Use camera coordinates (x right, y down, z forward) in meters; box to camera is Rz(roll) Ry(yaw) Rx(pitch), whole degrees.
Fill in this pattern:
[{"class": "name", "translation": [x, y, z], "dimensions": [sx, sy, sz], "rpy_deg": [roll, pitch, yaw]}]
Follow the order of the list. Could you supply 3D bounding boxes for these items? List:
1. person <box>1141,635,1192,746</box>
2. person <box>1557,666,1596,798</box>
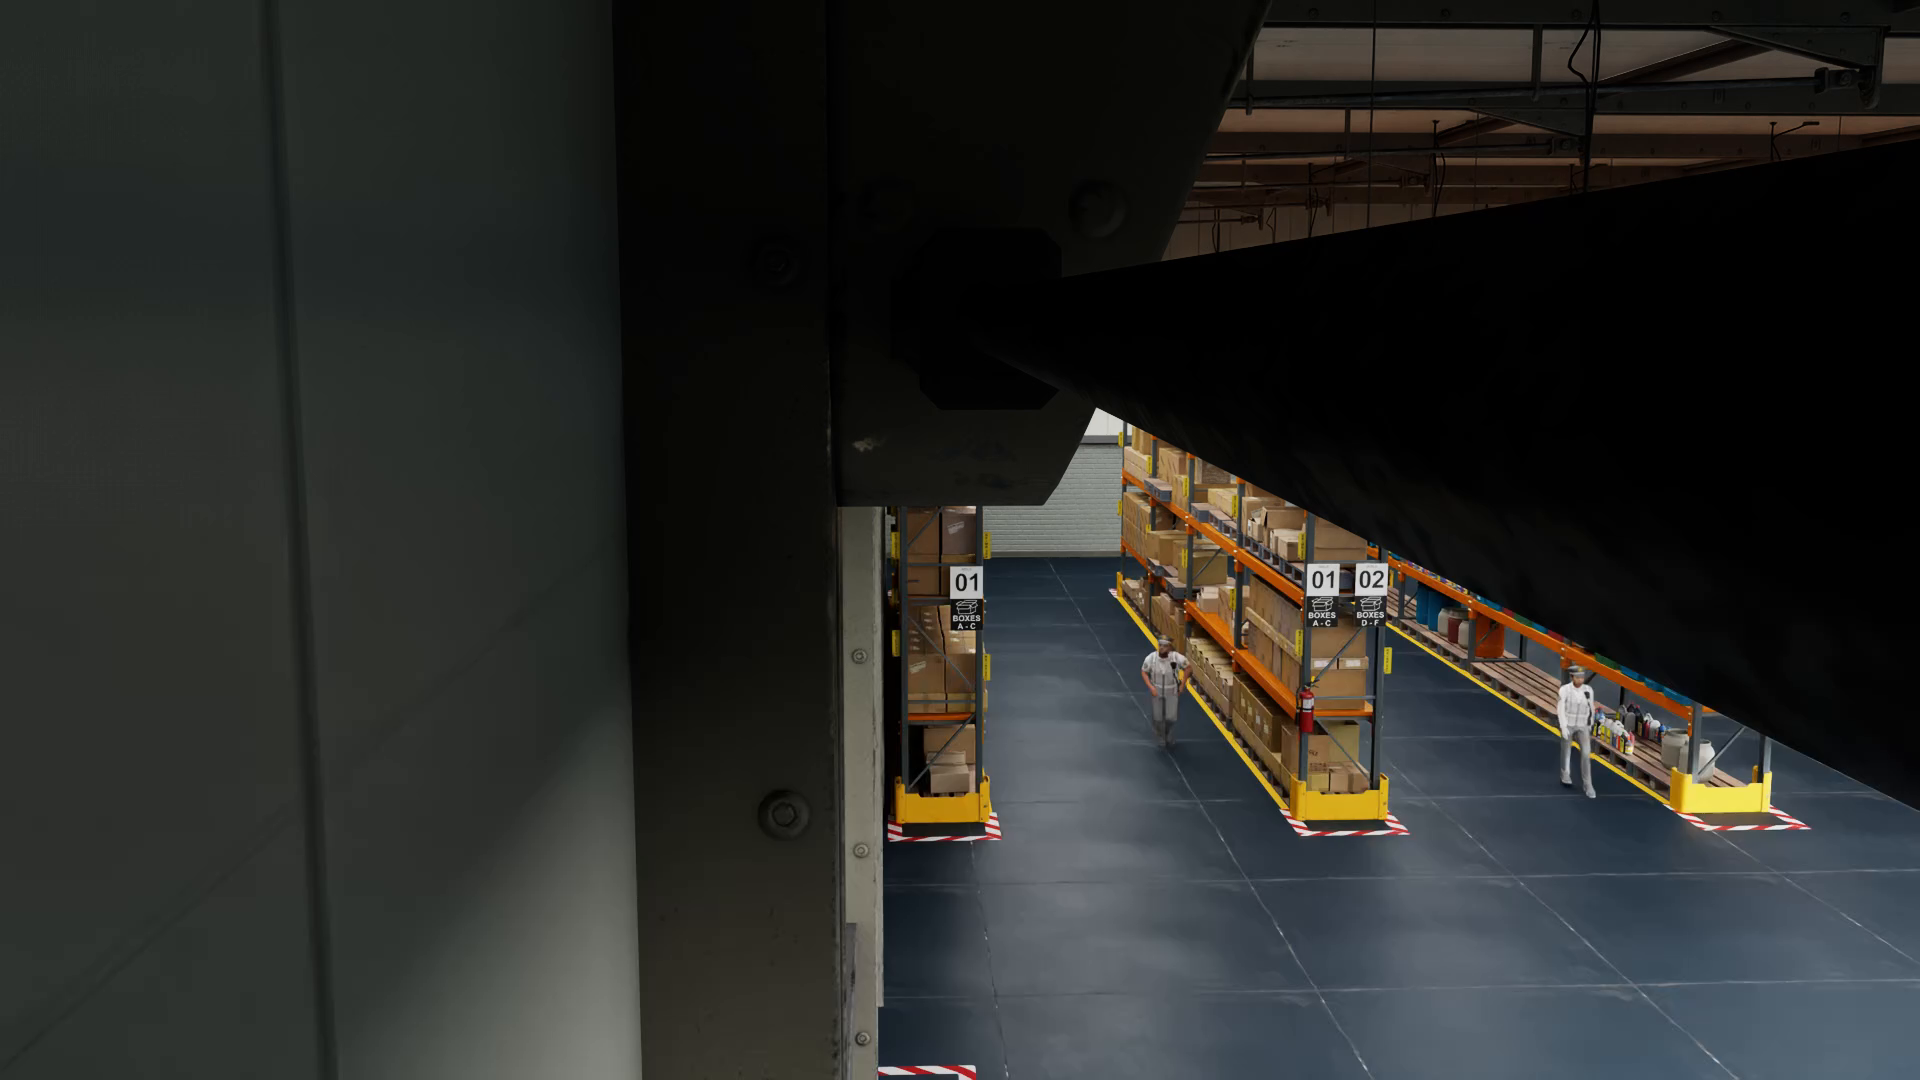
[{"class": "person", "translation": [2.956, 2.156, 23.841], "dimensions": [0.712, 1.698, 0.729], "rpy_deg": [1, 8, 8]}, {"class": "person", "translation": [8.065, 2.451, 21.758], "dimensions": [0.501, 1.637, 0.870], "rpy_deg": [2, 8, 12]}]
